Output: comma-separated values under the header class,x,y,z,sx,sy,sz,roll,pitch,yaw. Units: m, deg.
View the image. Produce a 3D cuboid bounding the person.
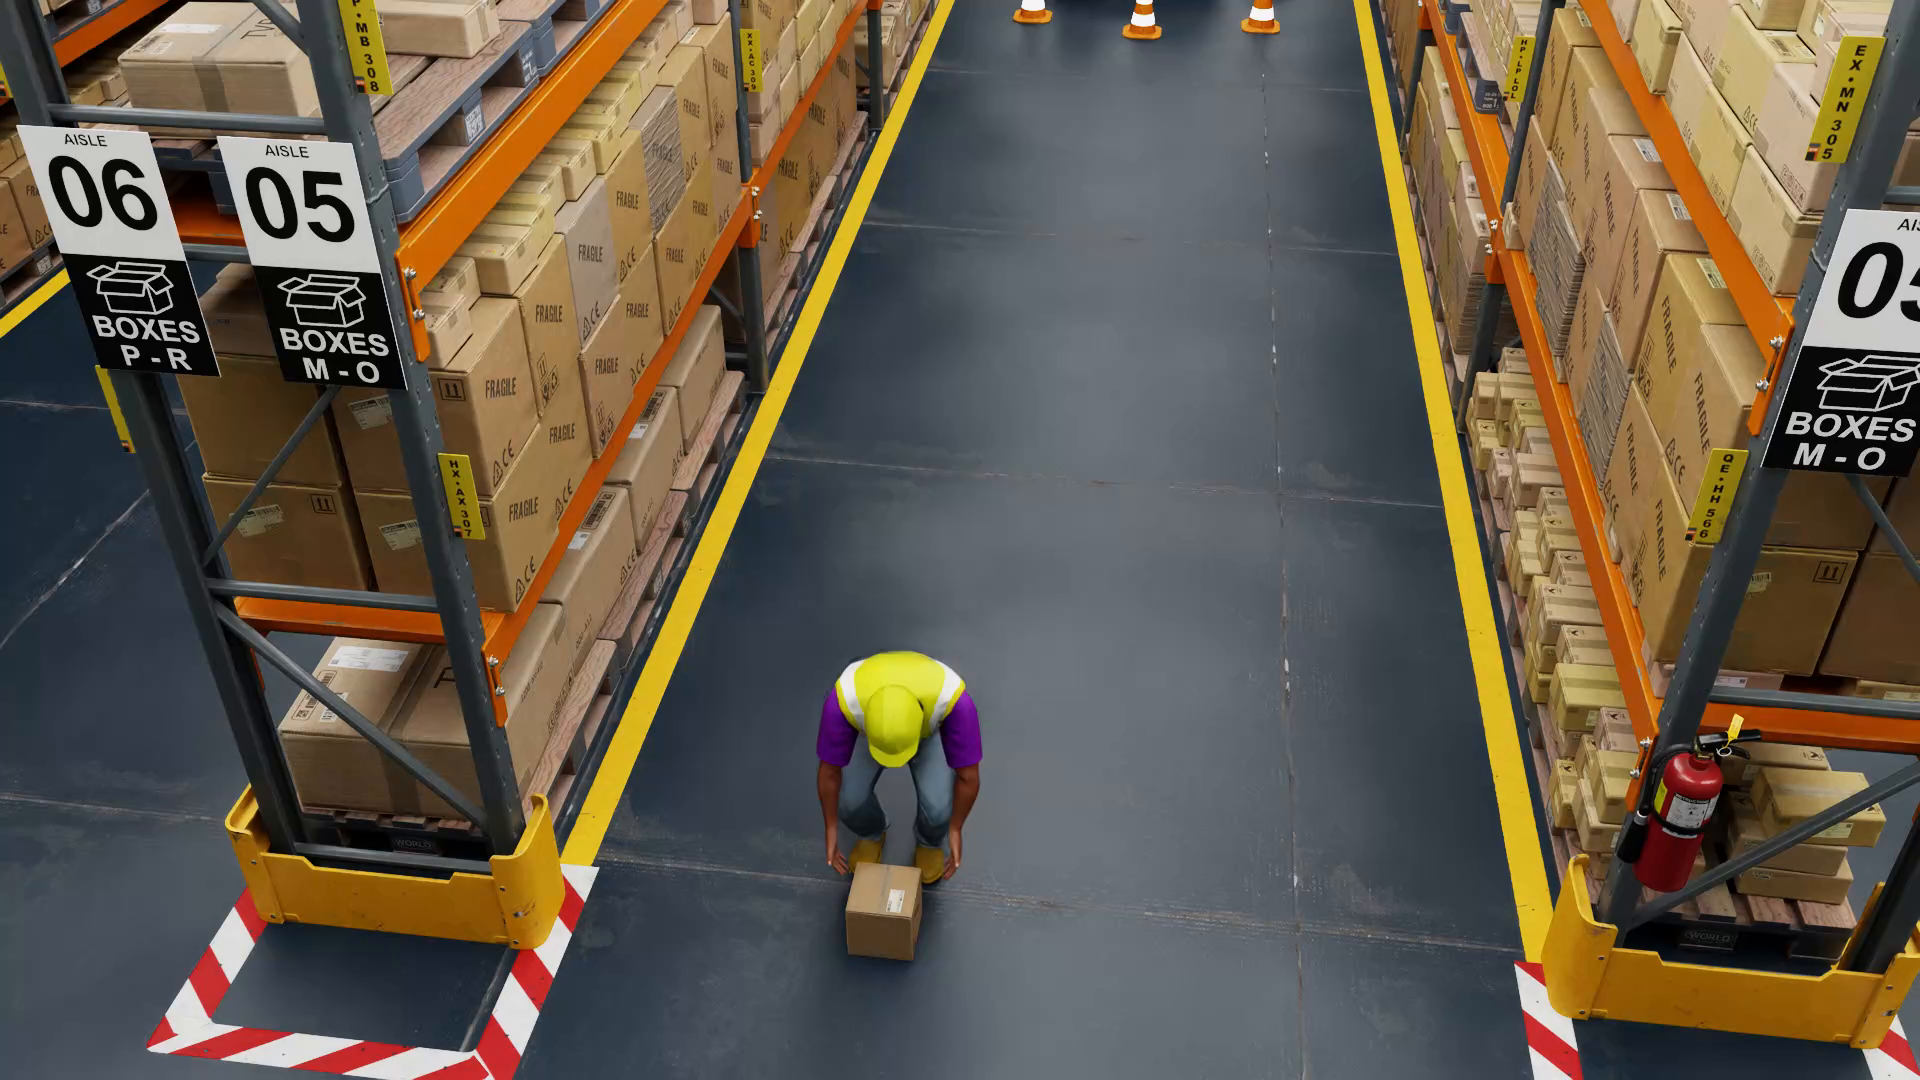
class,x,y,z,sx,sy,sz,roll,pitch,yaw
person,-0.209,0.832,6.360,0.619,1.196,0.847,4,36,6
